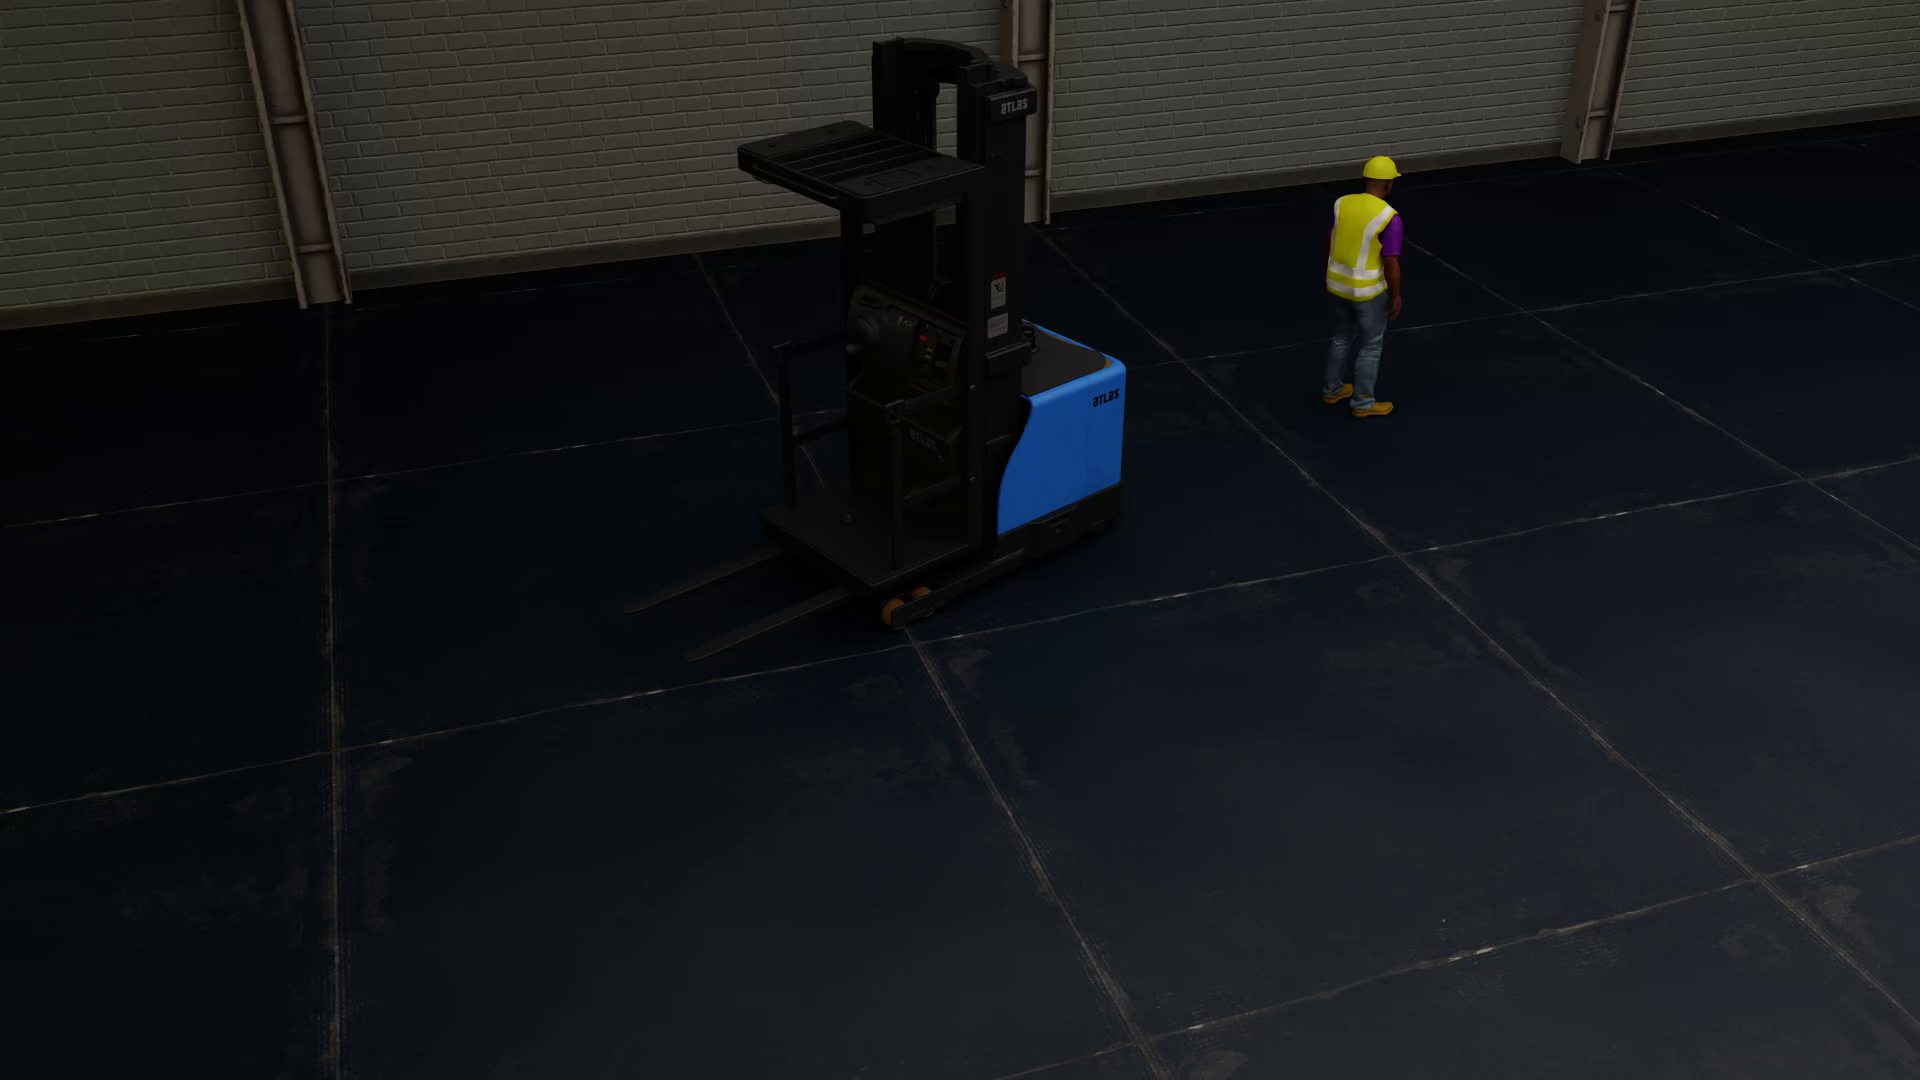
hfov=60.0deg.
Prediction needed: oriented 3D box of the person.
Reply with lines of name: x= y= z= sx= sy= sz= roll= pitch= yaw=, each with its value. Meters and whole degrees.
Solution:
person: x=2.723 y=-1.717 z=11.250 sx=0.461 sy=1.759 sz=0.631 roll=-20 pitch=36 yaw=-31

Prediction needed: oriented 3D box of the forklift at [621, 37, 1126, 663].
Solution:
forklift: x=-0.461 y=-1.072 z=8.951 sx=3.031 sy=2.935 sz=1.130 roll=-23 pitch=37 yaw=-34
